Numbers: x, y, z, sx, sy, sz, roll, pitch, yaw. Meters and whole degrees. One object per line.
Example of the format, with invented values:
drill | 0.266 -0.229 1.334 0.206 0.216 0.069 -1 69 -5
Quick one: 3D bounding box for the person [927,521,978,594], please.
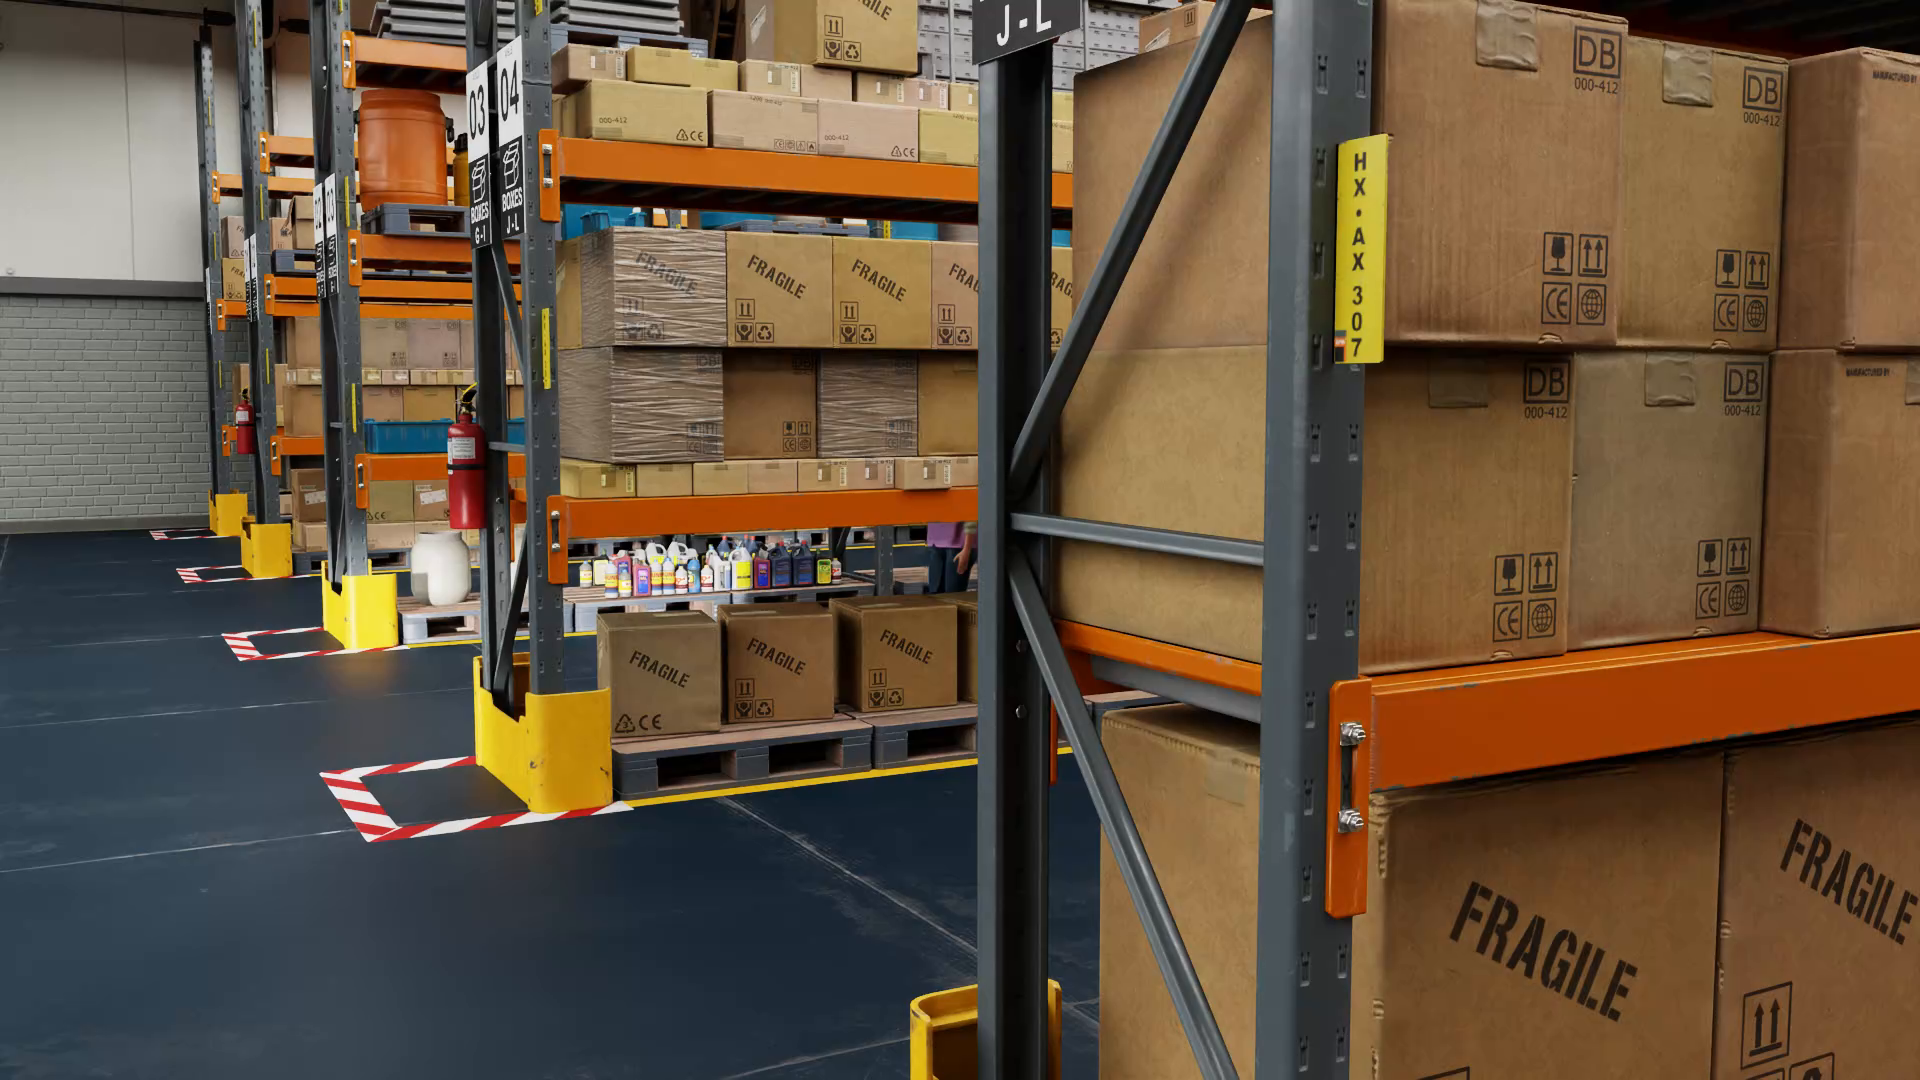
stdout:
person | -0.046 0.086 10.028 0.386 1.647 0.430 -3 6 -28
